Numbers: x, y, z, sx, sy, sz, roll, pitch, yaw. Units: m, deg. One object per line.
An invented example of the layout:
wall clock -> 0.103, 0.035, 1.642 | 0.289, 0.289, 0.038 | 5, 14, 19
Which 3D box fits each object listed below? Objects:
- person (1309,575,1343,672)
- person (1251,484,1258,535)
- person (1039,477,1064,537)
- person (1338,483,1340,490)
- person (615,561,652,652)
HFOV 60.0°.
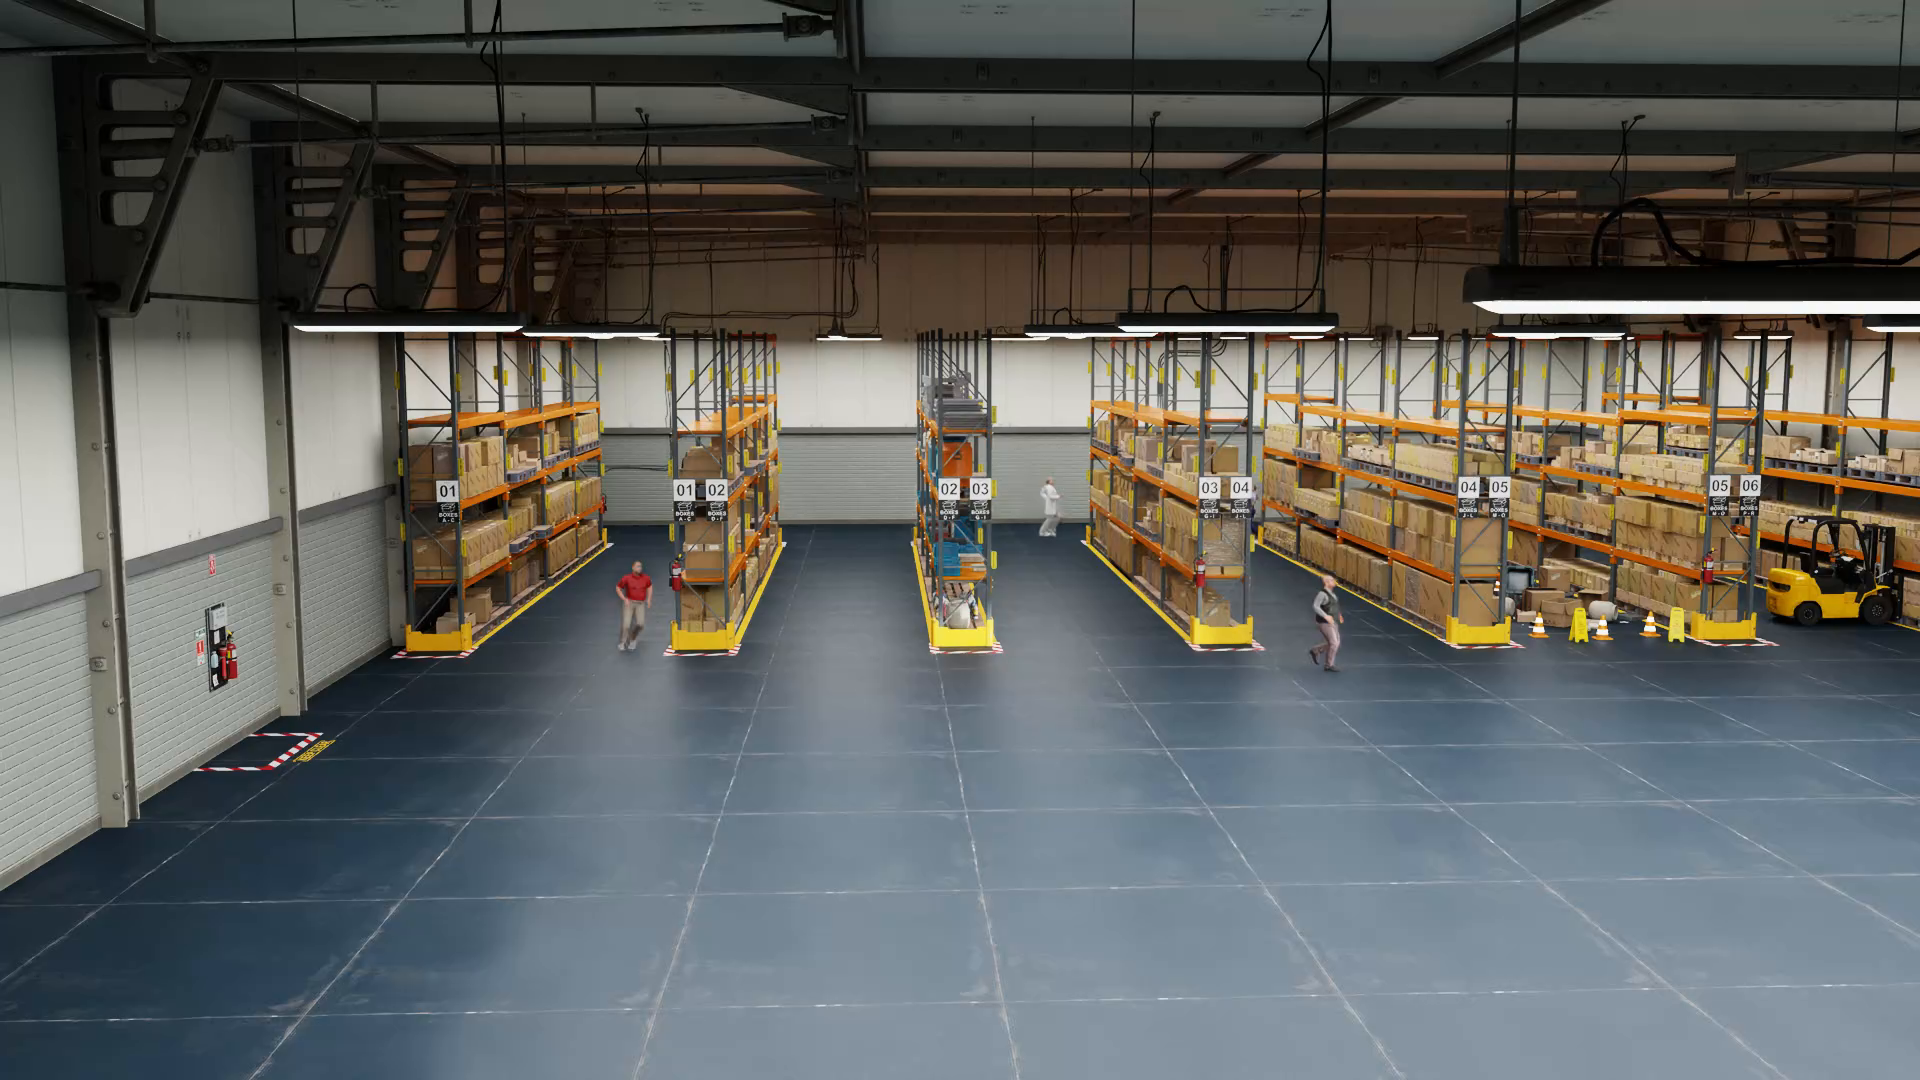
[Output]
person -> 6.392, 1.452, 29.150 | 0.648, 1.690, 0.682 | 5, 8, 36
person -> 8.487, -0.856, 49.163 | 0.746, 1.616, 0.748 | 0, 7, 4
person -> 2.715, -0.964, 49.365 | 0.760, 1.824, 0.685 | 0, 7, 2
person -> 11.348, -0.947, 49.821 | 0.882, 1.595, 0.514 | -3, 7, -26
person -> -6.061, 1.241, 31.071 | 0.721, 1.693, 0.611 | -3, 7, -23
